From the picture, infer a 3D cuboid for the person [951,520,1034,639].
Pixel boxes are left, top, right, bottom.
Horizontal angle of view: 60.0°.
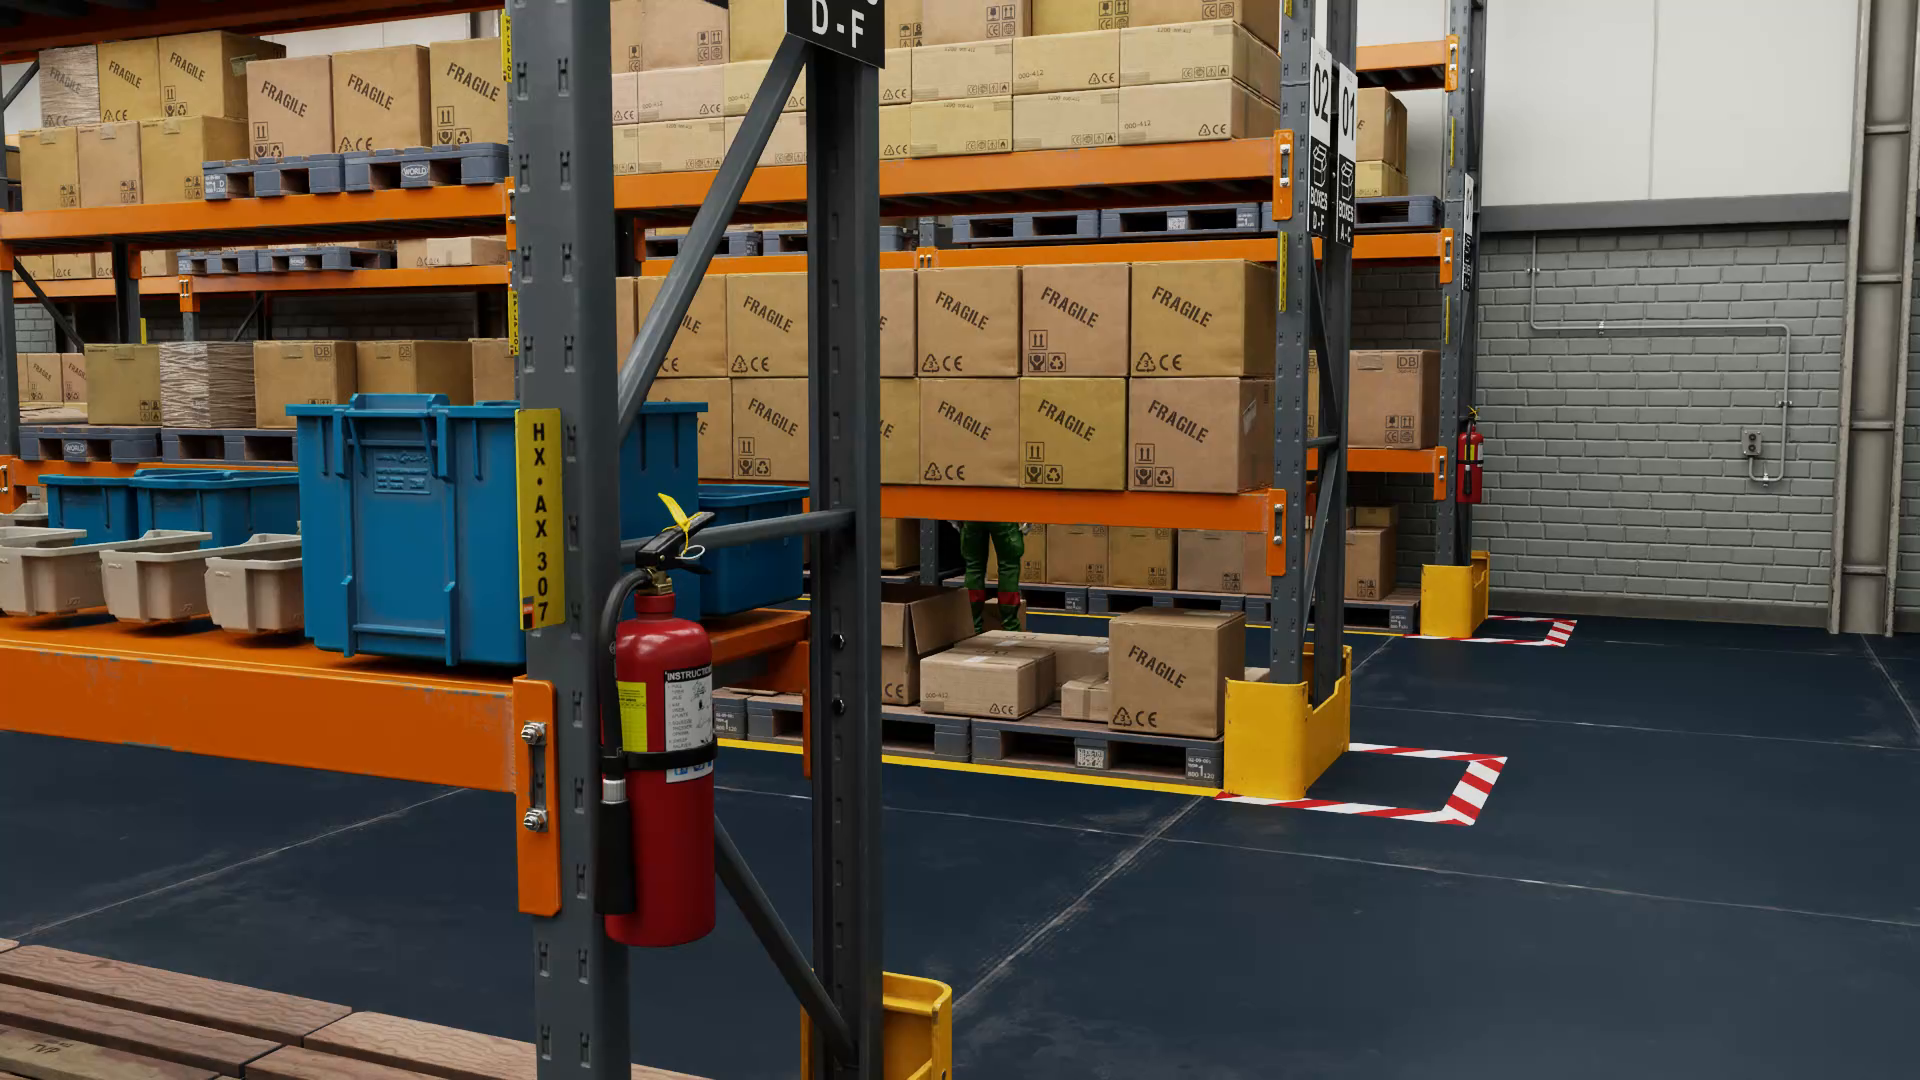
[{"bbox_3d":[0.217,-0.188,11.357,0.608,1.779,0.453,2,6,23],"label":"person"}]
